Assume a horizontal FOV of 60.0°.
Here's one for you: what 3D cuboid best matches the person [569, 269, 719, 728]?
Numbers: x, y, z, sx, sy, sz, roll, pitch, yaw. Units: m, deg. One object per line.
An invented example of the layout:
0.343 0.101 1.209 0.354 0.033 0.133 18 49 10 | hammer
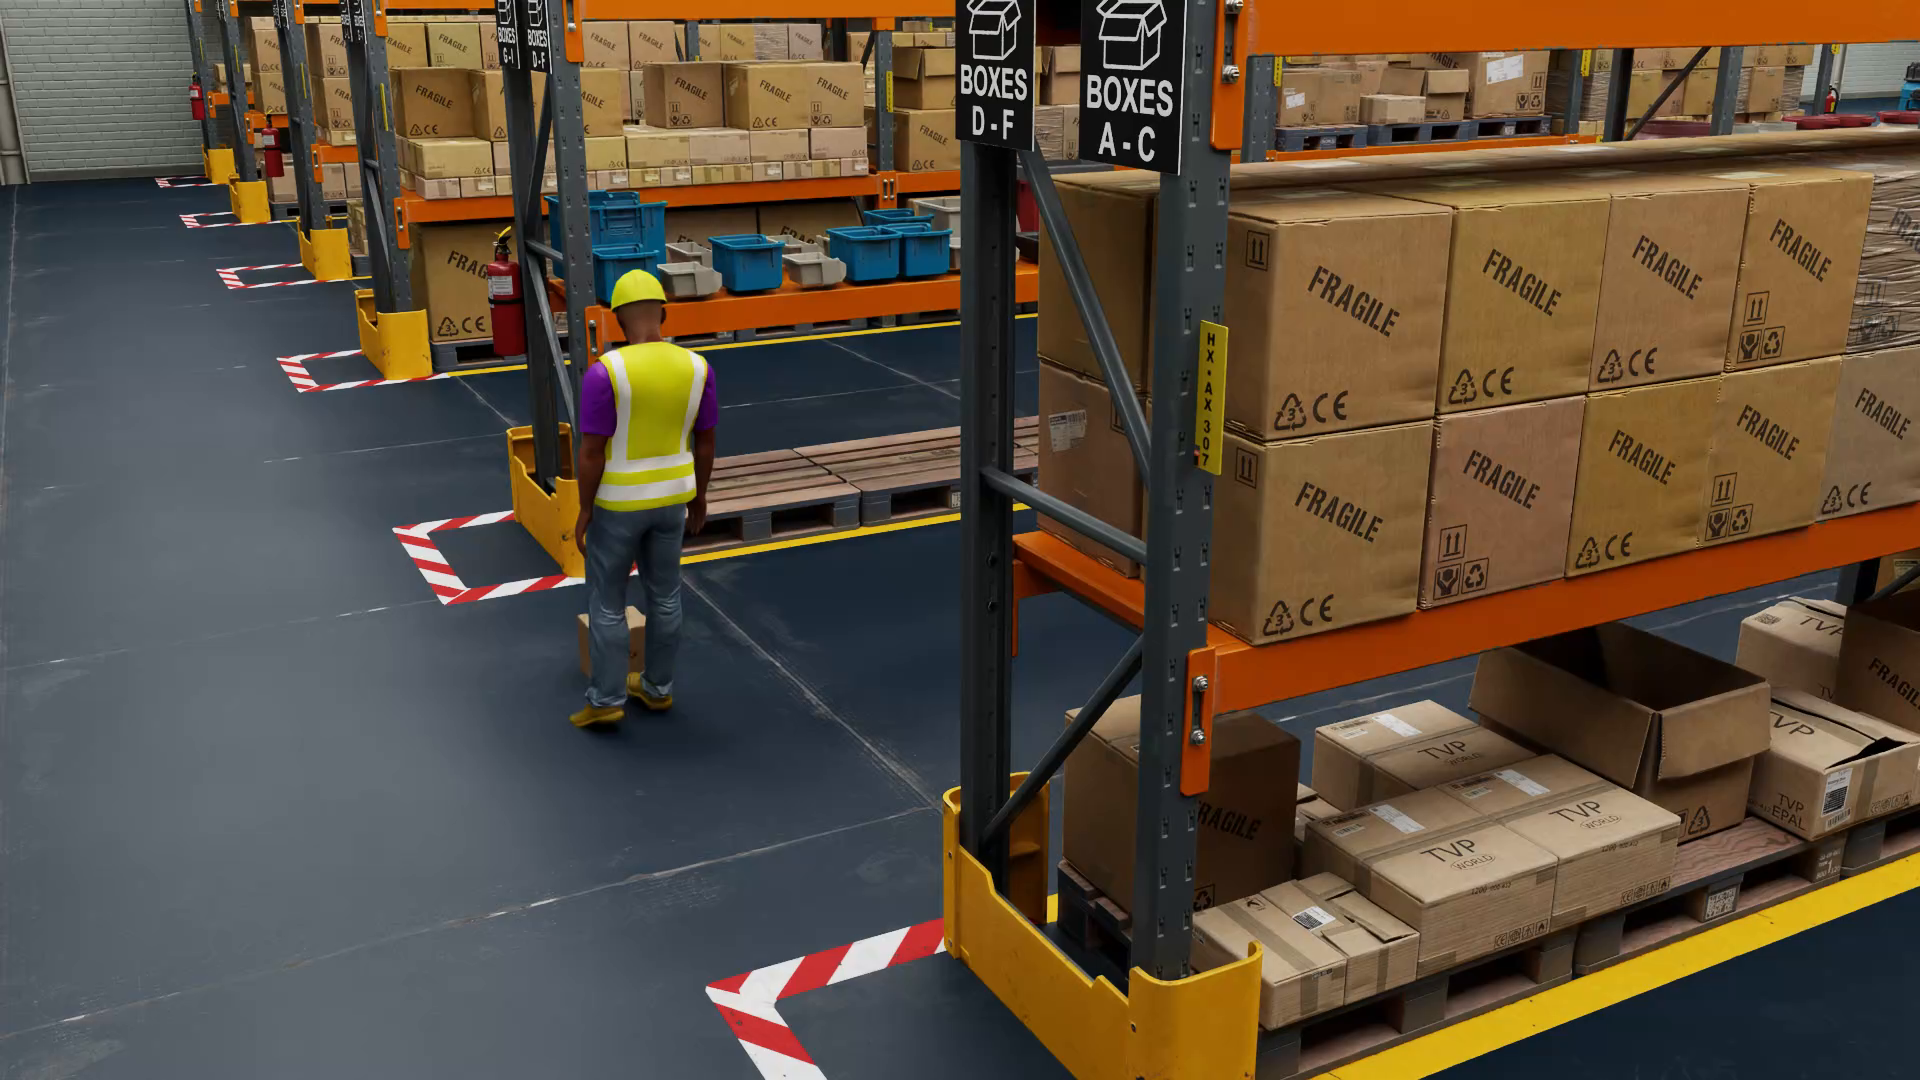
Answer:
4.890 -1.565 10.759 15.896 1.823 0.612 -13 22 -34 | person
